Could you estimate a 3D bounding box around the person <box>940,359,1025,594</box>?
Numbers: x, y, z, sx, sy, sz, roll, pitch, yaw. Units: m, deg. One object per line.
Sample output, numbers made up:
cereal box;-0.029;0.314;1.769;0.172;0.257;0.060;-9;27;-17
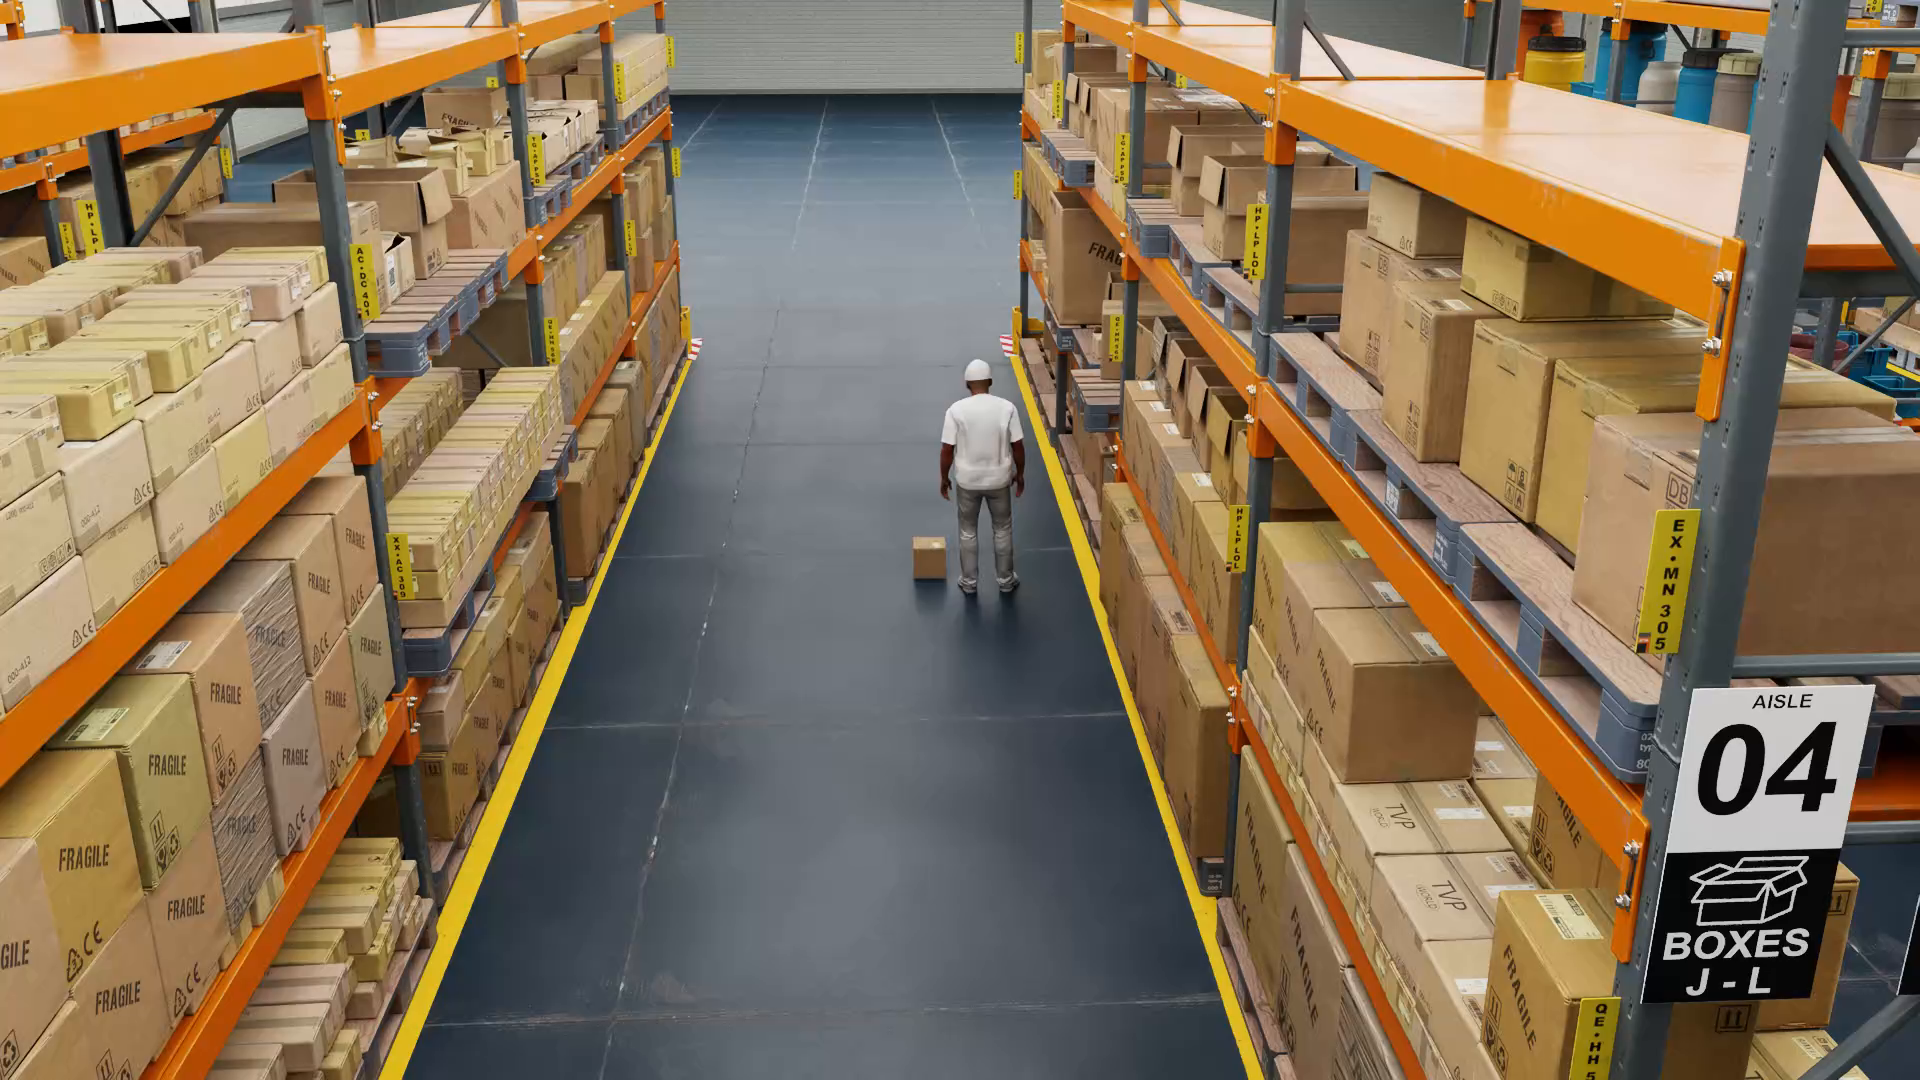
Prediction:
person;0.165;-0.463;12.306;0.633;1.759;0.462;-1;20;-4
